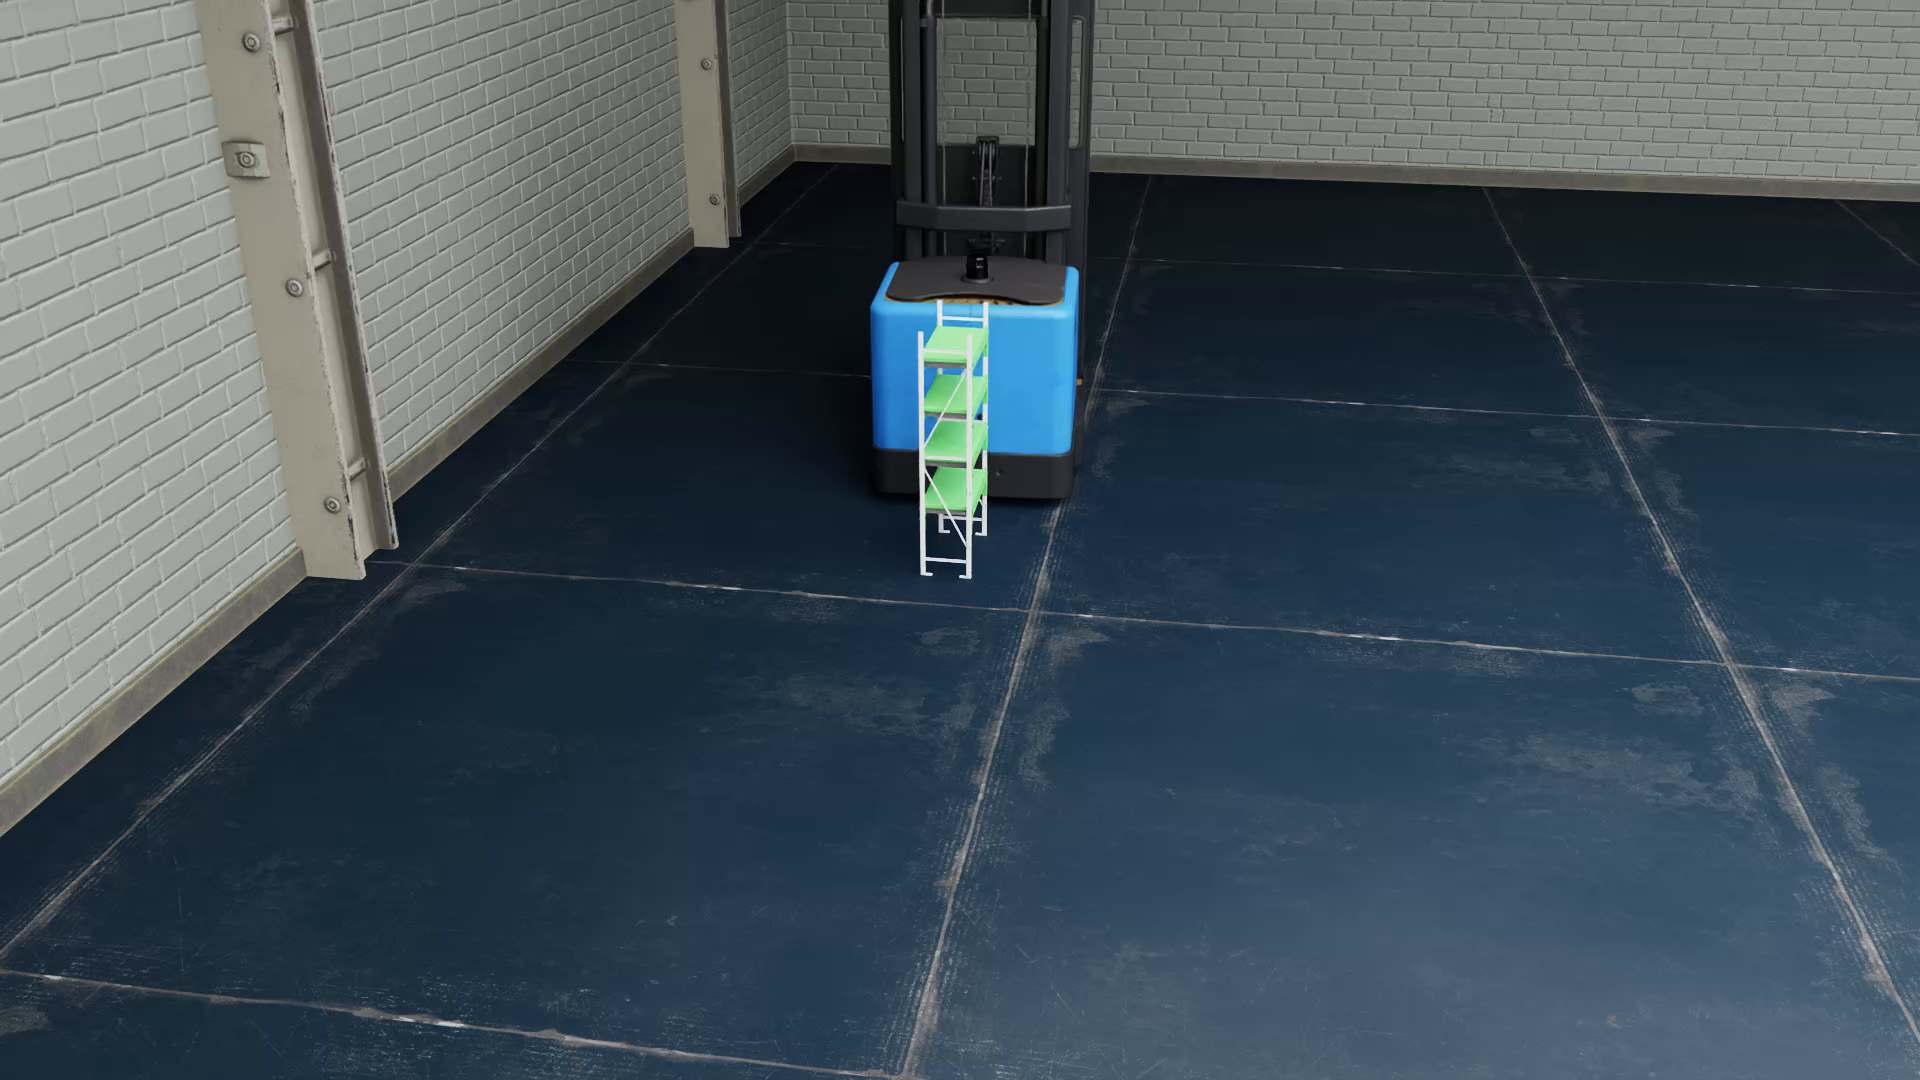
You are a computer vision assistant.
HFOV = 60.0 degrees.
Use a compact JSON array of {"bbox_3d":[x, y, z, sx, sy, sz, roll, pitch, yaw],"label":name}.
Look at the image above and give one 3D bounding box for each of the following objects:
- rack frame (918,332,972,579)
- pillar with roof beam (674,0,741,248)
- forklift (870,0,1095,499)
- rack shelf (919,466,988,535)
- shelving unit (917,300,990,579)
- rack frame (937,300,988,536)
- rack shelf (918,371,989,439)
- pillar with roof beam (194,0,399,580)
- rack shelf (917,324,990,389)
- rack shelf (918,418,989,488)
[{"bbox_3d":[-0.067,-0.372,7.630,0.240,1.200,0.015,4,25,9],"label":"rack frame"},{"bbox_3d":[2.281,-6.191,10.862,9.100,9.000,0.400,4,25,9],"label":"pillar with roof beam"},{"bbox_3d":[0.189,-2.128,9.338,1.130,2.935,3.031,2,25,5],"label":"forklift"},{"bbox_3d":[-0.027,-0.199,7.977,0.258,0.148,0.480,4,25,9],"label":"rack shelf"},{"bbox_3d":[-0.027,-0.474,7.848,0.258,1.200,0.503,4,25,9],"label":"shelving unit"},{"bbox_3d":[0.013,-0.576,8.066,0.240,1.200,0.015,4,25,9],"label":"rack frame"},{"bbox_3d":[-0.027,-0.634,7.773,0.258,0.148,0.480,4,25,9],"label":"rack shelf"},{"bbox_3d":[1.300,-3.682,5.501,9.100,9.000,0.400,4,25,9],"label":"pillar with roof beam"},{"bbox_3d":[-0.027,-0.851,7.671,0.258,0.148,0.480,4,25,9],"label":"rack shelf"},{"bbox_3d":[-0.027,-0.416,7.875,0.258,0.148,0.480,4,25,9],"label":"rack shelf"}]
